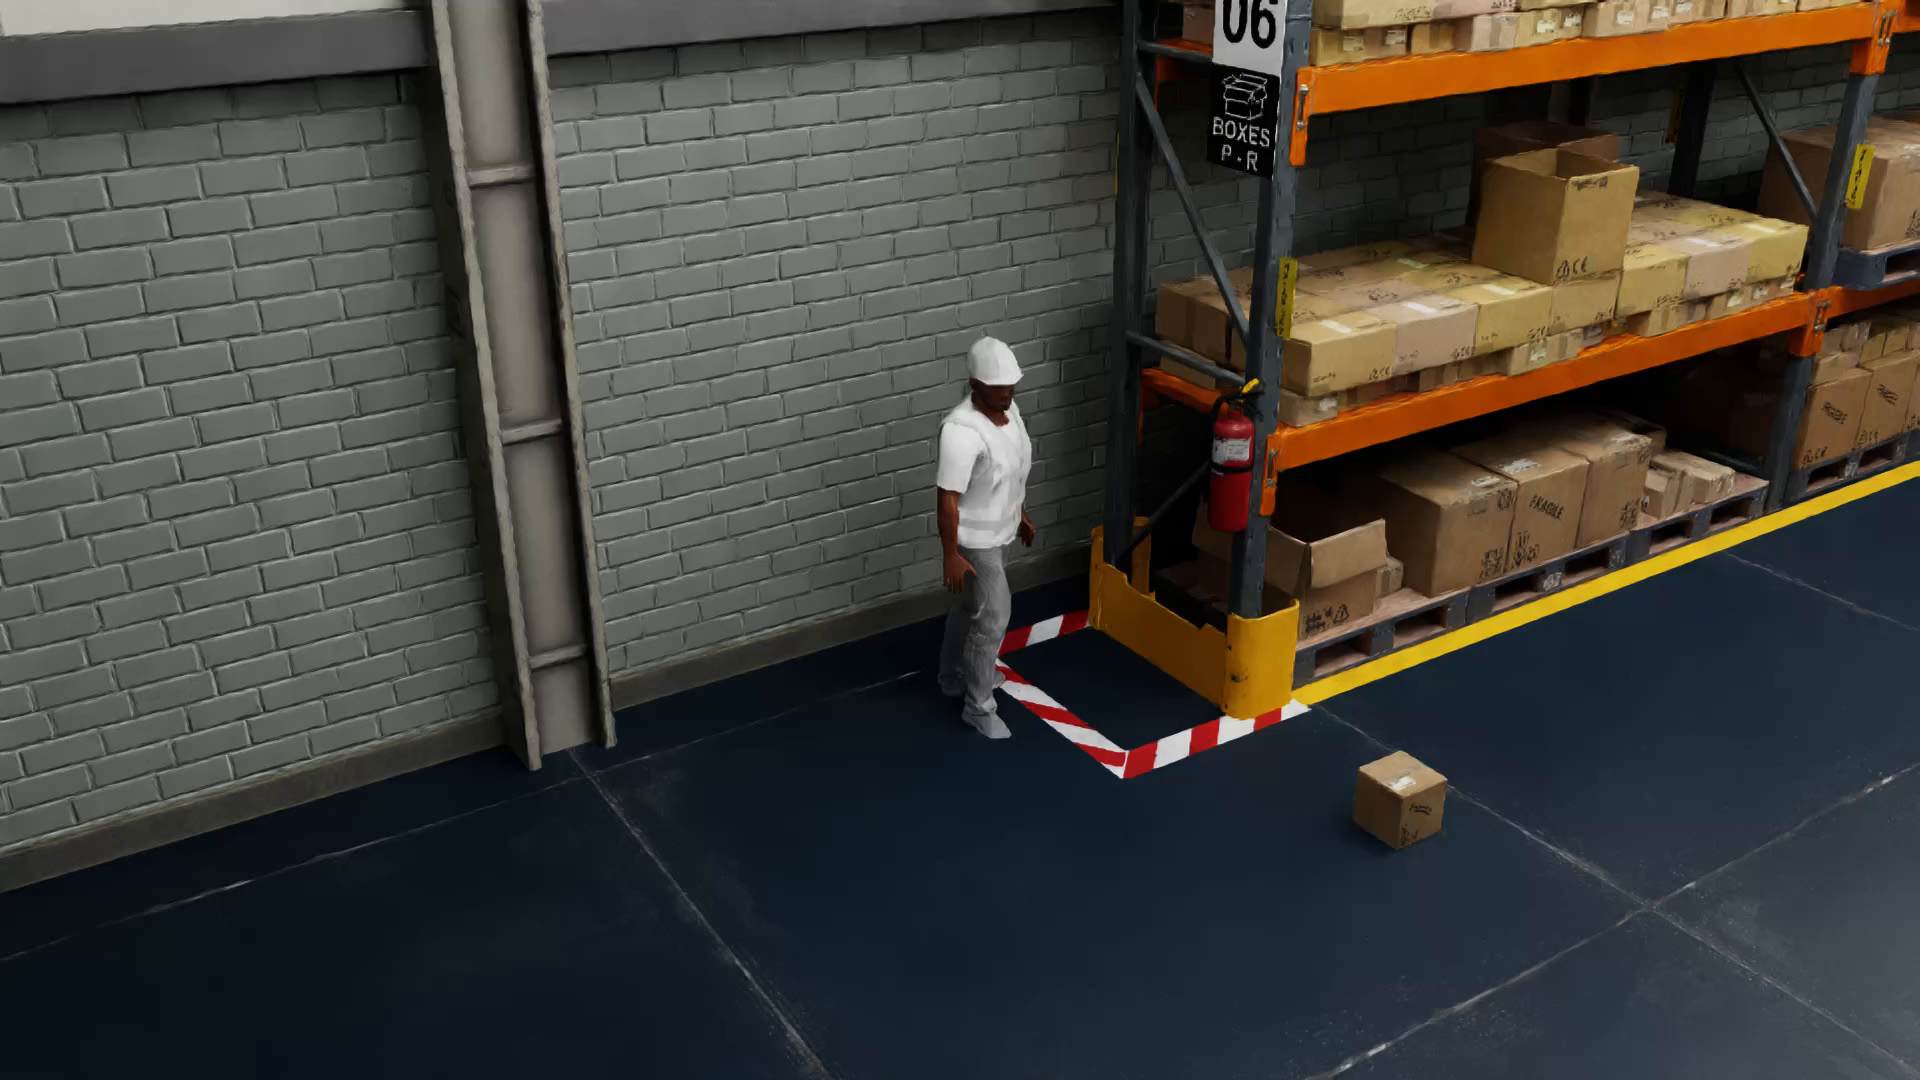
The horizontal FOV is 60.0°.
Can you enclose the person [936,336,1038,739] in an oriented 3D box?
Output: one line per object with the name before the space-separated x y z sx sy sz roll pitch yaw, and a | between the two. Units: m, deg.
person | 0.093 -0.008 7.148 0.457 1.824 0.604 8 26 17
